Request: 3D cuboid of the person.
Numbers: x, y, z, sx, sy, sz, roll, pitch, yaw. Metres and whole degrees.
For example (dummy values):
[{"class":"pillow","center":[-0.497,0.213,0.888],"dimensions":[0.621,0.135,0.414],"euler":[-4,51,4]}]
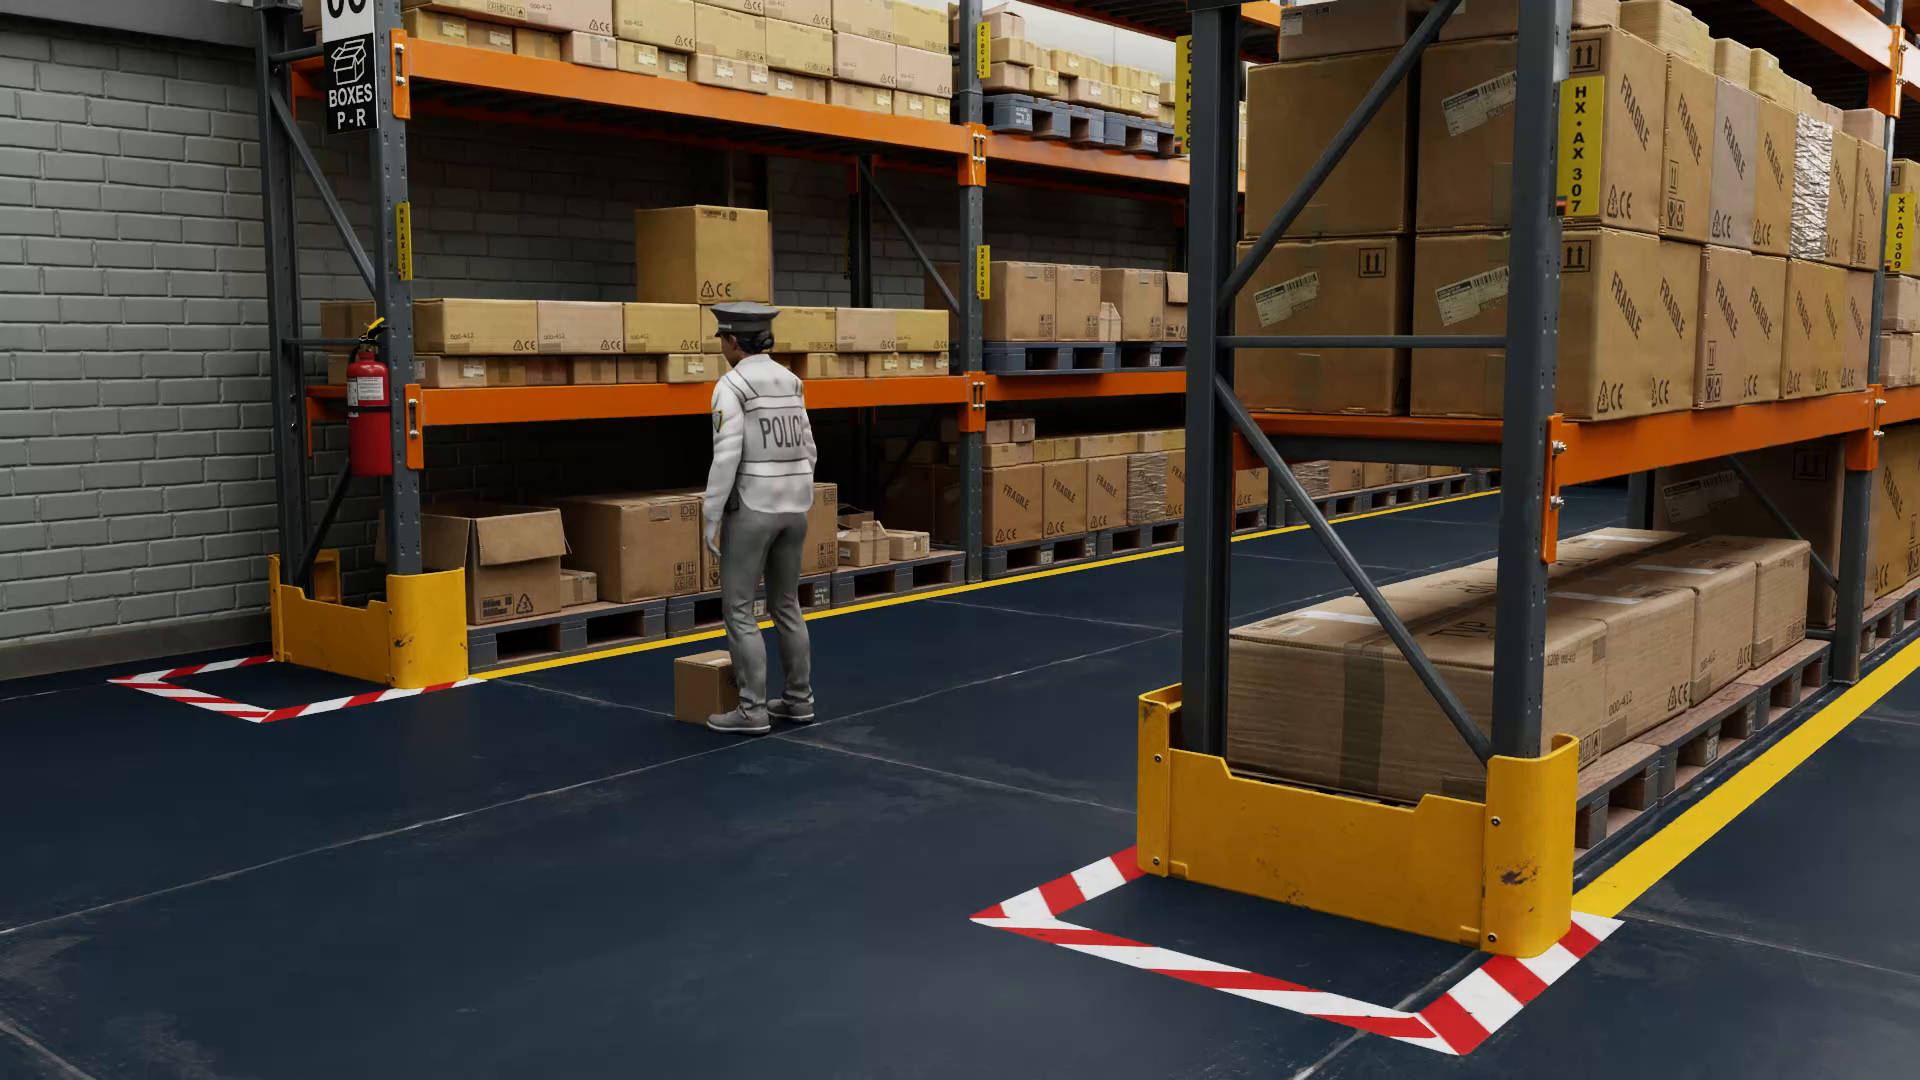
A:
[{"class":"person","center":[-0.778,-0.088,6.461],"dimensions":[0.372,1.664,0.528],"euler":[5,9,39]}]
